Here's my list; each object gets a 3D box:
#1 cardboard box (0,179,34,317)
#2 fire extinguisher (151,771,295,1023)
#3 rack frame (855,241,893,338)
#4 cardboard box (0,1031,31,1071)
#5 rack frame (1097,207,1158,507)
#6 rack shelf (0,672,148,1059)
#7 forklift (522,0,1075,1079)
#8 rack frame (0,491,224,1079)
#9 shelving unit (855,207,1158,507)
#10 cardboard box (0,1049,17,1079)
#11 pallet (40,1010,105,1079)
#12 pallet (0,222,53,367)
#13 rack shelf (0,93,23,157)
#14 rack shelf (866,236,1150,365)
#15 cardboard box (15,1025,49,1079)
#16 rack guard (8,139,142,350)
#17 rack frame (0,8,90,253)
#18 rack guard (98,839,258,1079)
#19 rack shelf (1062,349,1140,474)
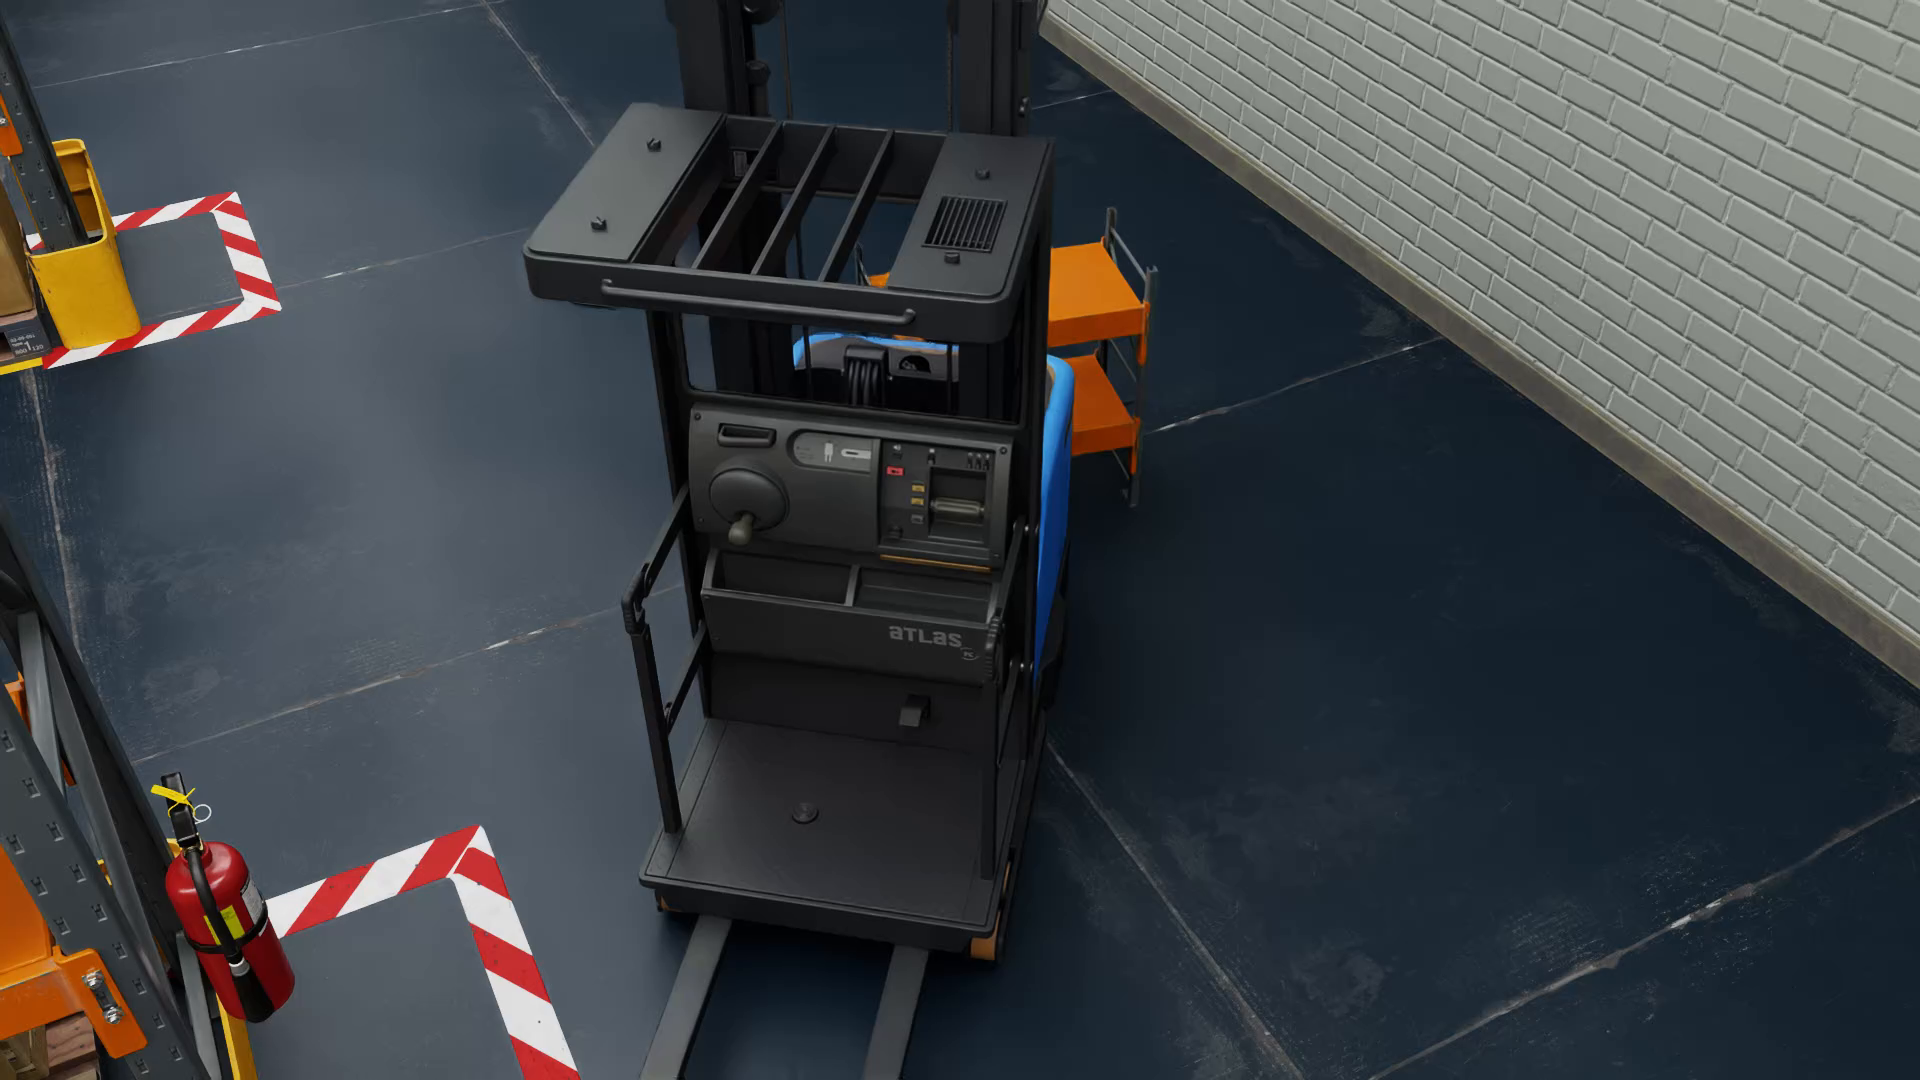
[{"bbox_3d":[-4.859,-1.514,7.536,0.875,0.875,0.875,-19,44,-21],"label":"cardboard box"},{"bbox_3d":[-1.690,0.832,3.794,0.183,0.674,0.296,-19,44,-21],"label":"fire extinguisher"},{"bbox_3d":[-0.322,-0.554,6.534,0.032,1.125,0.500,-10,41,-12],"label":"rack frame"},{"bbox_3d":[-2.710,1.294,4.550,0.250,0.149,0.380,-17,43,-19],"label":"cardboard box"},{"bbox_3d":[0.659,-0.726,6.737,0.032,1.125,0.500,-10,41,-12],"label":"rack frame"},{"bbox_3d":[-3.901,1.342,3.399,4.000,0.370,1.077,-19,44,-21],"label":"rack shelf"},{"bbox_3d":[-0.354,-0.068,4.562,1.130,2.935,3.031,7,41,8],"label":"forklift"},{"bbox_3d":[-2.127,0.471,3.872,0.127,3.000,1.000,-19,44,-21],"label":"rack frame"},{"bbox_3d":[0.168,-0.640,6.636,1.048,1.125,0.538,-10,41,-12],"label":"shelving unit"},{"bbox_3d":[-2.480,1.475,4.107,0.250,0.149,0.380,-18,43,-20],"label":"cardboard box"},{"bbox_3d":[-2.931,1.780,4.484,1.213,0.211,1.003,-19,44,-21],"label":"pallet"},{"bbox_3d":[-5.002,-1.054,7.832,1.213,0.211,1.003,-19,44,-21],"label":"pallet"},{"bbox_3d":[-6.102,-1.530,6.793,4.000,0.370,1.077,-19,44,-21],"label":"rack shelf"},{"bbox_3d":[0.168,-0.864,6.447,1.000,0.278,0.538,-10,41,-12],"label":"rack shelf"},{"bbox_3d":[-2.740,1.372,4.690,0.250,0.149,0.380,-18,43,-20],"label":"cardboard box"},{"bbox_3d":[-4.307,-1.455,8.082,0.348,0.500,1.175,-19,44,-21],"label":"rack guard"},{"bbox_3d":[-4.329,-2.402,7.265,0.127,3.000,1.000,-19,44,-21],"label":"rack frame"},{"bbox_3d":[-2.194,1.448,4.653,0.348,0.500,1.175,-19,44,-21],"label":"rack guard"},{"bbox_3d":[0.168,-0.454,6.794,1.000,0.278,0.538,-10,41,-12],"label":"rack shelf"}]
